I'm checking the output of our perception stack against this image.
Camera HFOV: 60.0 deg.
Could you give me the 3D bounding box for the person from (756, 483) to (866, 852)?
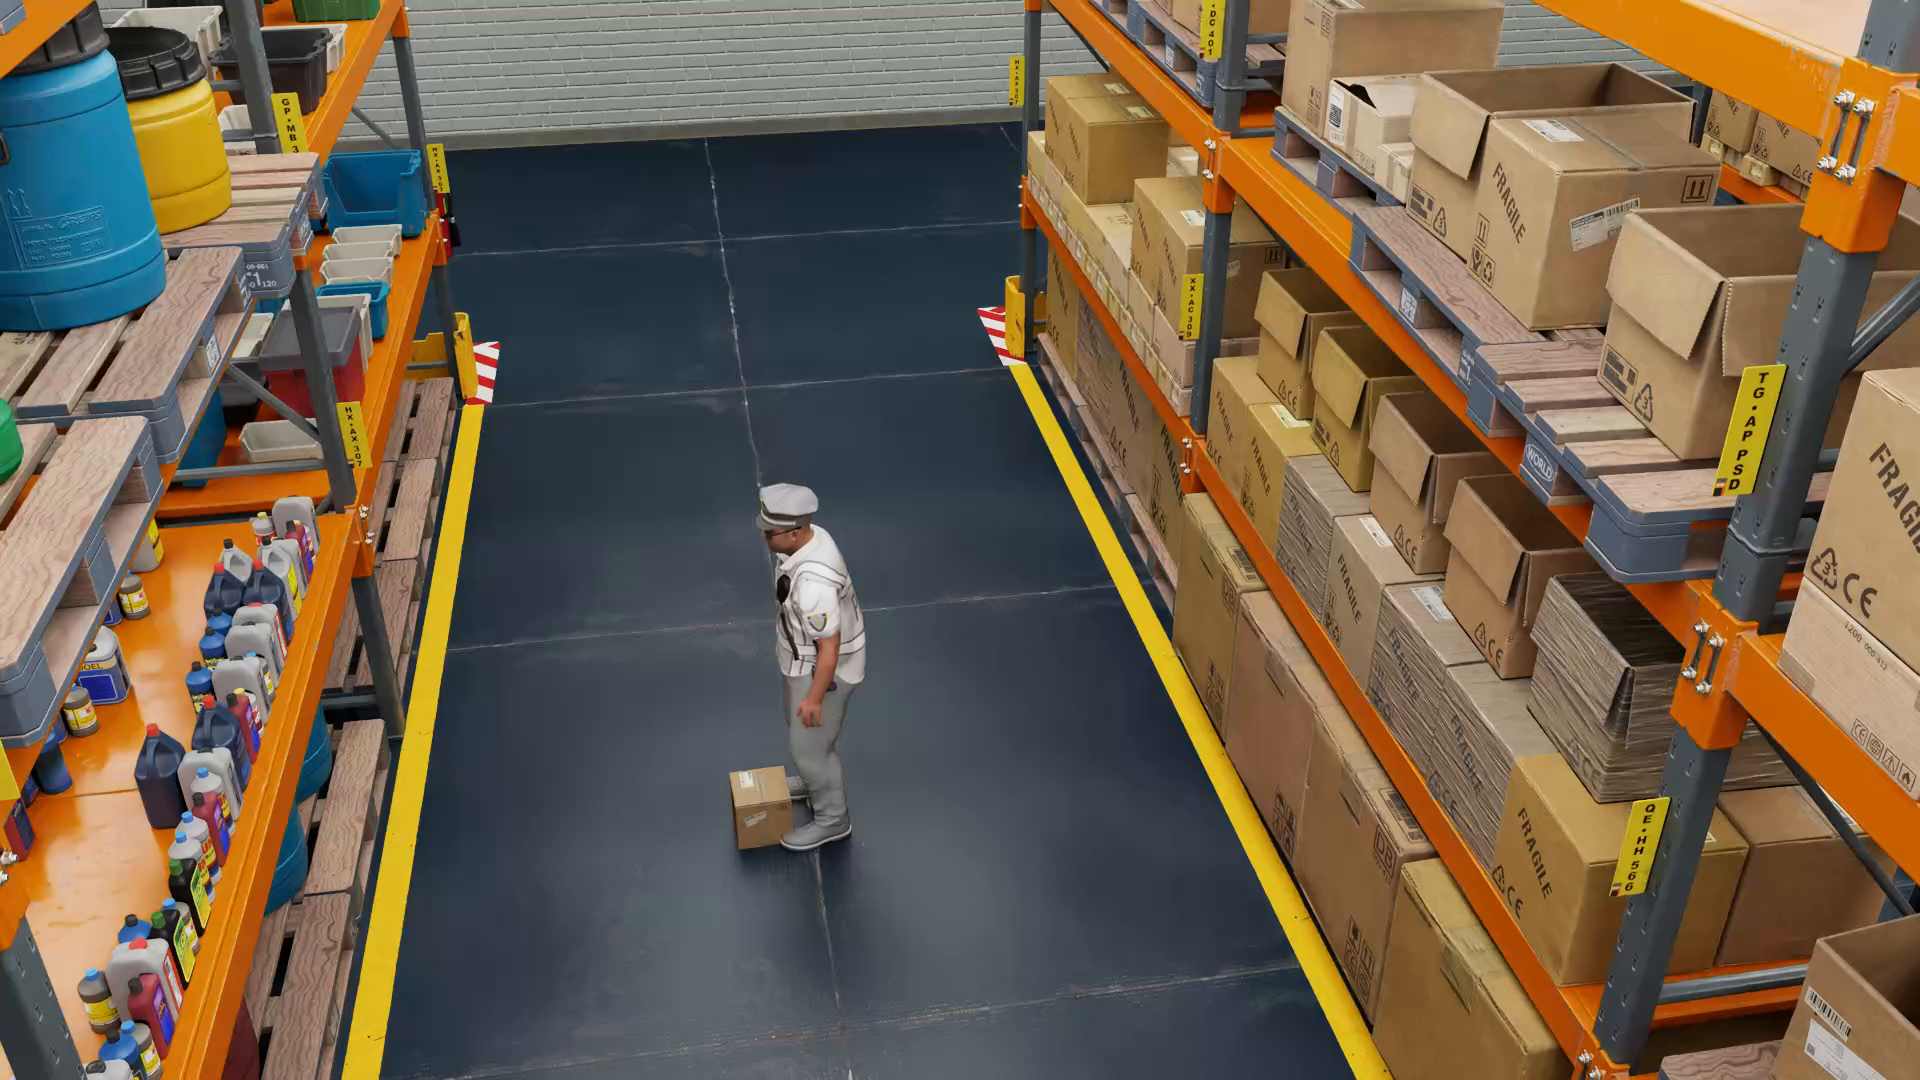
[{"bbox_3d":[-0.631,0.537,7.215,0.429,1.751,0.606,-7,31,-11],"label":"person"}]
